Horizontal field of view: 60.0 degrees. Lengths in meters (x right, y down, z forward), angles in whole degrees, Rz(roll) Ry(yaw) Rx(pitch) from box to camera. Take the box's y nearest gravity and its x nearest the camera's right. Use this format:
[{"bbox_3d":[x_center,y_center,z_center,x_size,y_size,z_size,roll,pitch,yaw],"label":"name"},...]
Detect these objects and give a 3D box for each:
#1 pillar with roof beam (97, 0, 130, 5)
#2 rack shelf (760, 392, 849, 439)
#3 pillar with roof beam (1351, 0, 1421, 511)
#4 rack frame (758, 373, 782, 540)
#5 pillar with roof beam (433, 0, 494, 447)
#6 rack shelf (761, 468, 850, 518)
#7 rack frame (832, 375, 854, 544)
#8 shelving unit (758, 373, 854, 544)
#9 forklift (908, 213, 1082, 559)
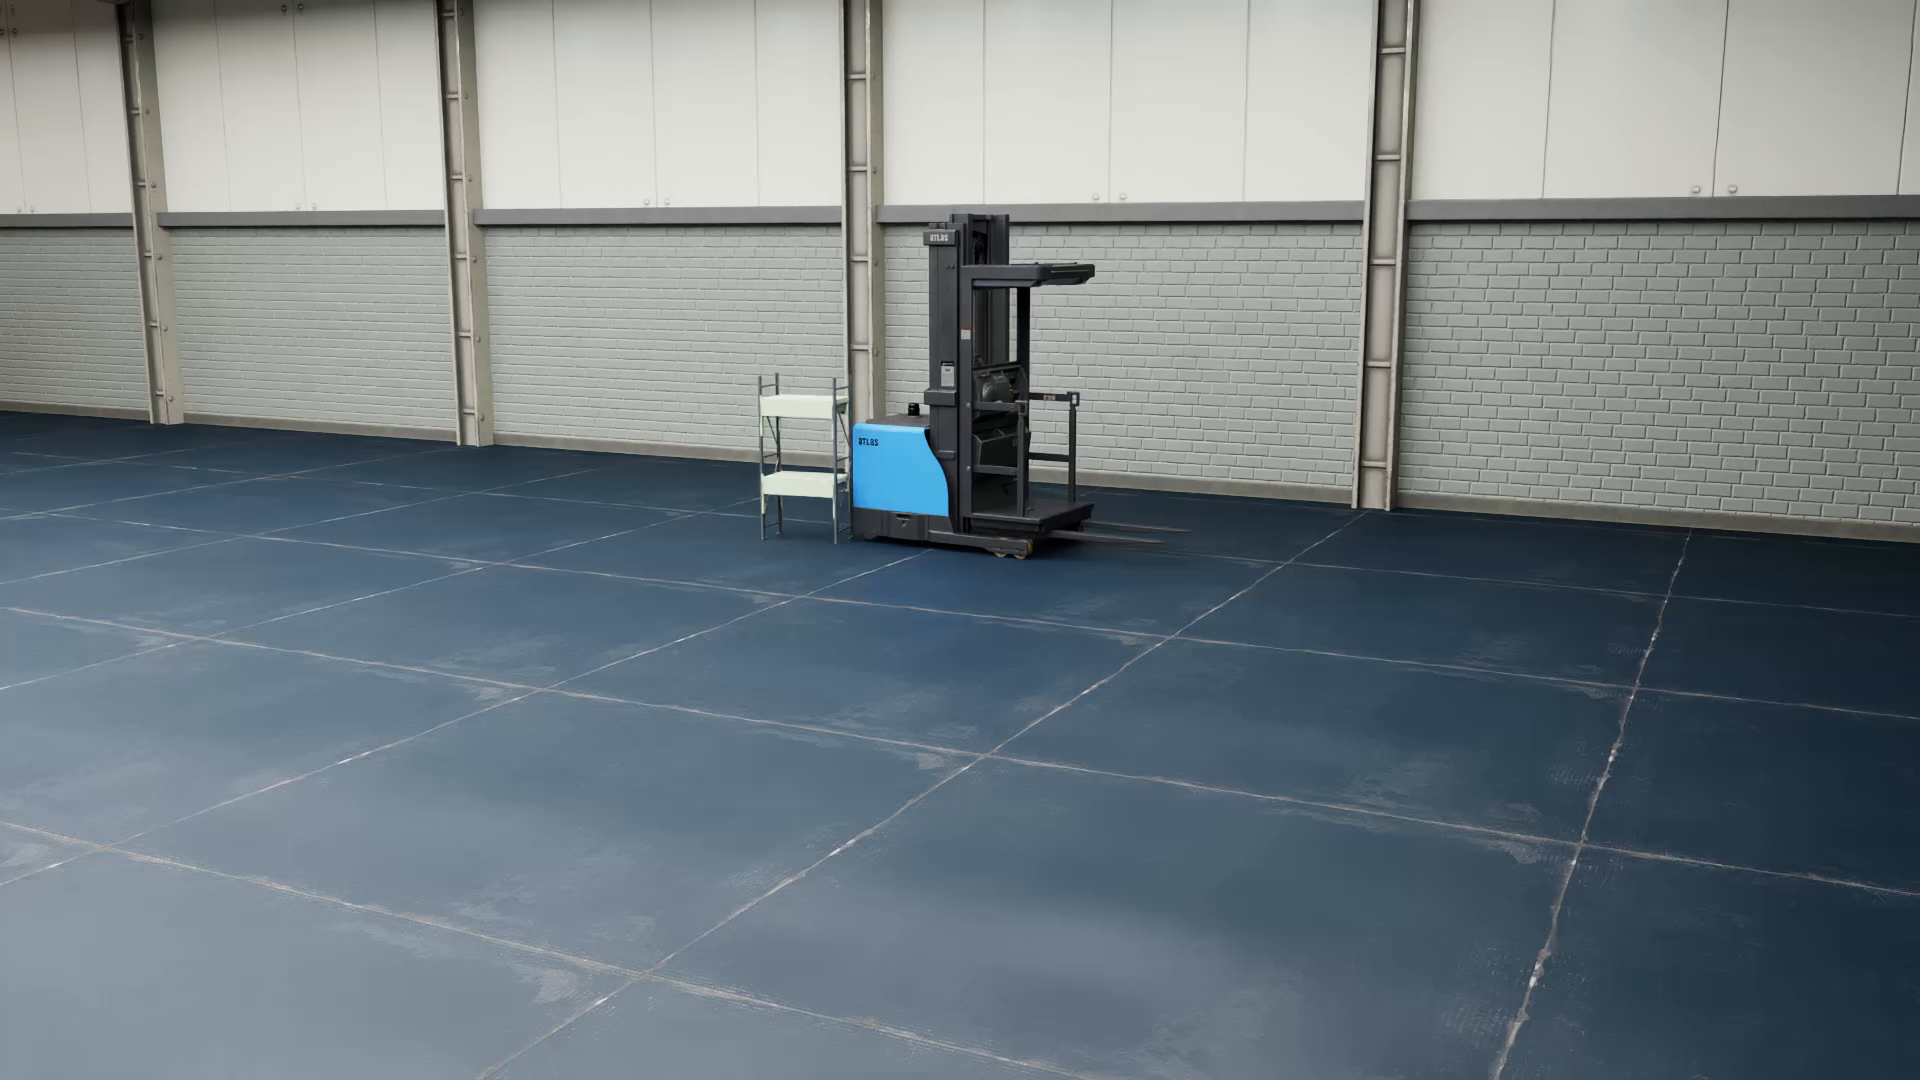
[{"bbox_3d":[-13.871,-8.424,19.645,0.548,2.987,8.718,5,11,26],"label":"pillar with roof beam"},{"bbox_3d":[-1.404,-1.138,15.137,0.720,0.370,0.431,4,11,19],"label":"rack shelf"},{"bbox_3d":[2.356,-4.077,12.512,0.400,9.000,9.100,5,11,26],"label":"pillar with roof beam"},{"bbox_3d":[-1.749,-0.776,15.326,0.023,1.500,0.400,4,11,19],"label":"rack frame"},{"bbox_3d":[-8.406,-5.023,17.736,0.400,9.000,9.100,5,11,26],"label":"pillar with roof beam"},{"bbox_3d":[-1.404,-0.434,15.265,0.720,0.370,0.431,4,11,19],"label":"rack shelf"},{"bbox_3d":[-1.058,-0.733,15.088,0.023,1.500,0.400,4,11,19],"label":"rack frame"},{"bbox_3d":[-1.404,-0.754,15.207,0.755,1.500,0.431,4,11,19],"label":"shelving unit"},{"bbox_3d":[0.540,-1.386,14.677,3.031,2.935,1.121,6,12,29],"label":"forklift"}]
